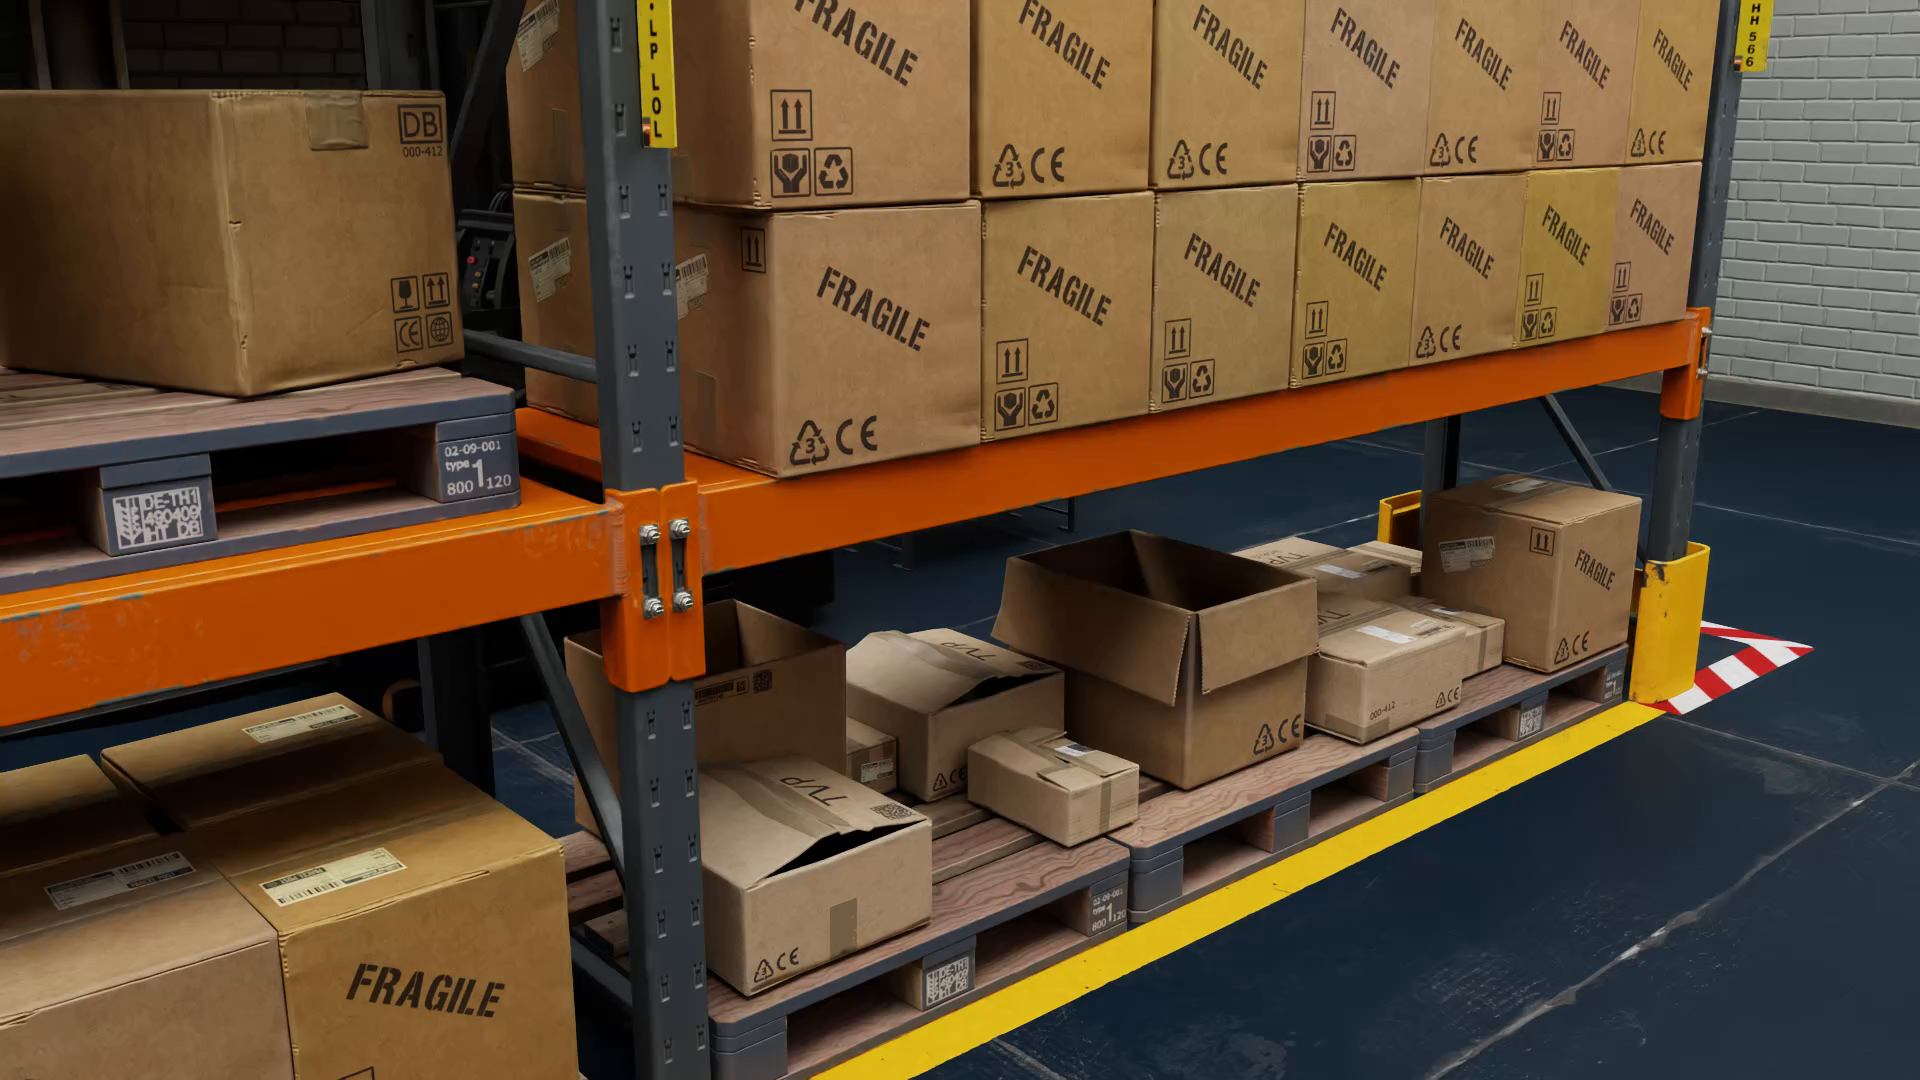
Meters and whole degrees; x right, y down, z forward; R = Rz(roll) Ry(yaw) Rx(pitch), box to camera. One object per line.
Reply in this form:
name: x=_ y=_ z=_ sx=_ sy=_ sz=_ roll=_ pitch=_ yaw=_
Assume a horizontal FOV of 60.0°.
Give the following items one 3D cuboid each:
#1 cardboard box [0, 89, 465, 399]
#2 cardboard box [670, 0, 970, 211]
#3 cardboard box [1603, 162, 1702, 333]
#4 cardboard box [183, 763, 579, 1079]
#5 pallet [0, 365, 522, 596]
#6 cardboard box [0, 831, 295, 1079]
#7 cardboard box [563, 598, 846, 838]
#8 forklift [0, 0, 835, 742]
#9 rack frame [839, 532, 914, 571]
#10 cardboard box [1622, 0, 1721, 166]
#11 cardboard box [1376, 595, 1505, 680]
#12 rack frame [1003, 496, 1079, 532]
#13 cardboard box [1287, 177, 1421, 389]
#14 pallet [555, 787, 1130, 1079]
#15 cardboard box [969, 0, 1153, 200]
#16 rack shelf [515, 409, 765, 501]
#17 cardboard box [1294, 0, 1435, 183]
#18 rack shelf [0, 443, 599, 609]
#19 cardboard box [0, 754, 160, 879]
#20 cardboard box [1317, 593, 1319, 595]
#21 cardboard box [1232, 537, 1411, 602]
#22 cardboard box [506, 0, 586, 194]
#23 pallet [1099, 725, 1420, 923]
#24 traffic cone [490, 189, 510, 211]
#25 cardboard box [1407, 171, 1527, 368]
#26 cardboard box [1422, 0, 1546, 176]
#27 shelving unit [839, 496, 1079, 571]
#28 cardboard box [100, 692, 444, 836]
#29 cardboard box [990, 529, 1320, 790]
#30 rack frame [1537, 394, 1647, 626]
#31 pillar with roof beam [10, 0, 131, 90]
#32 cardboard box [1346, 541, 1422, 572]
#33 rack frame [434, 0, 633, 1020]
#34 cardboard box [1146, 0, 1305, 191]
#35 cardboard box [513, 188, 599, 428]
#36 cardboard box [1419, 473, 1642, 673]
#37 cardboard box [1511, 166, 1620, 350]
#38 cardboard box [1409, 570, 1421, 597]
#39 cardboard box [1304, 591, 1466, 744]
cardboard box: x=-1.373 y=-0.576 z=3.087 sx=0.700 sy=0.500 sz=0.500 roll=8 pitch=17 yaw=28
cardboard box: x=-0.329 y=-0.918 z=3.244 sx=0.500 sy=0.500 sz=0.500 roll=-12 pitch=19 yaw=-38
cardboard box: x=1.990 y=-0.959 z=5.333 sx=0.500 sy=0.500 sz=0.500 roll=-12 pitch=19 yaw=-38
cardboard box: x=-1.053 y=0.773 z=3.036 sx=0.500 sy=0.500 sz=0.500 roll=-13 pitch=20 yaw=-40
pallet: x=-1.543 y=-0.155 z=2.890 sx=1.213 sy=0.211 sz=1.003 roll=-13 pitch=19 yaw=-39
cardboard box: x=-1.431 y=0.855 z=2.729 sx=0.500 sy=0.500 sz=0.500 roll=-13 pitch=19 yaw=-39
cardboard box: x=-0.625 y=0.482 z=4.126 sx=0.500 sy=0.500 sz=0.500 roll=-13 pitch=19 yaw=-39
forklift: x=-1.926 y=-0.947 z=5.616 sx=3.031 sy=2.935 sz=1.130 roll=-13 pitch=20 yaw=-40
rack frame: x=-0.378 y=-0.458 z=7.287 sx=0.032 sy=1.125 sz=0.500 roll=-13 pitch=19 yaw=-39
cardboard box: x=1.994 y=-1.442 z=5.204 sx=0.500 sy=0.500 sz=0.500 roll=-13 pitch=20 yaw=-40
cardboard box: x=1.536 y=0.308 z=5.422 sx=0.250 sy=0.166 sz=0.380 roll=-13 pitch=19 yaw=-39
rack frame: x=0.389 y=-0.631 z=7.932 sx=0.032 sy=1.125 sz=0.500 roll=-13 pitch=19 yaw=-39
cardboard box: x=0.840 y=-0.702 z=4.370 sx=0.500 sy=0.500 sz=0.500 roll=-13 pitch=20 yaw=-40
pallet: x=-0.350 y=0.869 z=4.087 sx=1.213 sy=0.211 sz=1.003 roll=-13 pitch=19 yaw=-39
cardboard box: x=0.060 y=-1.006 z=3.571 sx=0.500 sy=0.500 sz=0.500 roll=-13 pitch=20 yaw=-41
rack shelf: x=0.640 y=-0.447 z=4.628 sx=3.809 sy=0.124 sz=0.919 roll=-13 pitch=19 yaw=-39
cardboard box: x=0.837 y=-1.180 z=4.225 sx=0.500 sy=0.500 sz=0.500 roll=-12 pitch=19 yaw=-38
rack shelf: x=-2.377 y=0.196 z=2.082 sx=3.809 sy=0.052 sz=0.919 roll=-13 pitch=19 yaw=-39
cardboard box: x=-1.789 y=0.760 z=3.082 sx=0.500 sy=0.500 sz=0.500 roll=-12 pitch=19 yaw=-39
cardboard box: x=0.798 y=0.283 z=5.355 sx=0.500 sy=0.250 sz=0.500 roll=-13 pitch=19 yaw=-39
cardboard box: x=1.175 y=0.198 z=5.672 sx=0.500 sy=0.250 sz=0.500 roll=-13 pitch=19 yaw=-39
cardboard box: x=-0.657 y=-1.029 z=3.659 sx=0.500 sy=0.500 sz=0.500 roll=-13 pitch=19 yaw=-39
pallet: x=0.571 y=0.662 z=4.864 sx=1.213 sy=0.211 sz=1.003 roll=-13 pitch=19 yaw=-39
traffic cone: x=-1.606 y=-0.665 z=6.042 sx=0.307 sy=1.202 sz=0.062 roll=-13 pitch=19 yaw=-39
cardboard box: x=1.221 y=-0.787 z=4.689 sx=0.500 sy=0.500 sz=0.500 roll=-12 pitch=19 yaw=-39
cardboard box: x=1.225 y=-1.267 z=4.551 sx=0.500 sy=0.500 sz=0.500 roll=-12 pitch=19 yaw=-38
shelving unit: x=0.005 y=-0.545 z=7.609 sx=1.048 sy=1.125 sz=0.538 roll=-13 pitch=19 yaw=-39
cardboard box: x=-1.394 y=0.668 z=3.429 sx=0.500 sy=0.500 sz=0.500 roll=-14 pitch=20 yaw=-42
cardboard box: x=0.545 y=0.312 z=4.753 sx=0.637 sy=0.503 sz=0.797 roll=-13 pitch=19 yaw=-39
rack frame: x=2.147 y=-1.040 z=5.831 sx=0.053 sy=2.616 sz=0.949 roll=-13 pitch=19 yaw=-39
pillar with roof beam: x=-1.337 y=-3.673 z=4.063 sx=0.400 sy=9.000 sz=9.100 roll=-13 pitch=19 yaw=-39
cardboard box: x=1.607 y=0.129 z=6.125 sx=0.250 sy=0.149 sz=0.380 roll=-13 pitch=19 yaw=-39
rack frame: x=-0.871 y=-0.362 z=3.294 sx=0.053 sy=2.616 sz=0.949 roll=-13 pitch=19 yaw=-39
cardboard box: x=0.448 y=-1.093 z=3.897 sx=0.500 sy=0.500 sz=0.500 roll=-13 pitch=20 yaw=-41
cardboard box: x=-0.660 y=-0.545 z=3.783 sx=0.500 sy=0.500 sz=0.500 roll=-12 pitch=19 yaw=-38
cardboard box: x=1.900 y=0.096 z=5.570 sx=0.500 sy=0.500 sz=0.500 roll=-13 pitch=19 yaw=-39
cardboard box: x=1.601 y=-0.870 z=5.002 sx=0.500 sy=0.500 sz=0.500 roll=-12 pitch=19 yaw=-39
cardboard box: x=1.419 y=0.163 z=5.964 sx=0.250 sy=0.166 sz=0.380 roll=-13 pitch=19 yaw=-39
cardboard box: x=1.164 y=0.372 z=5.022 sx=0.500 sy=0.250 sz=0.500 roll=-13 pitch=19 yaw=-39
